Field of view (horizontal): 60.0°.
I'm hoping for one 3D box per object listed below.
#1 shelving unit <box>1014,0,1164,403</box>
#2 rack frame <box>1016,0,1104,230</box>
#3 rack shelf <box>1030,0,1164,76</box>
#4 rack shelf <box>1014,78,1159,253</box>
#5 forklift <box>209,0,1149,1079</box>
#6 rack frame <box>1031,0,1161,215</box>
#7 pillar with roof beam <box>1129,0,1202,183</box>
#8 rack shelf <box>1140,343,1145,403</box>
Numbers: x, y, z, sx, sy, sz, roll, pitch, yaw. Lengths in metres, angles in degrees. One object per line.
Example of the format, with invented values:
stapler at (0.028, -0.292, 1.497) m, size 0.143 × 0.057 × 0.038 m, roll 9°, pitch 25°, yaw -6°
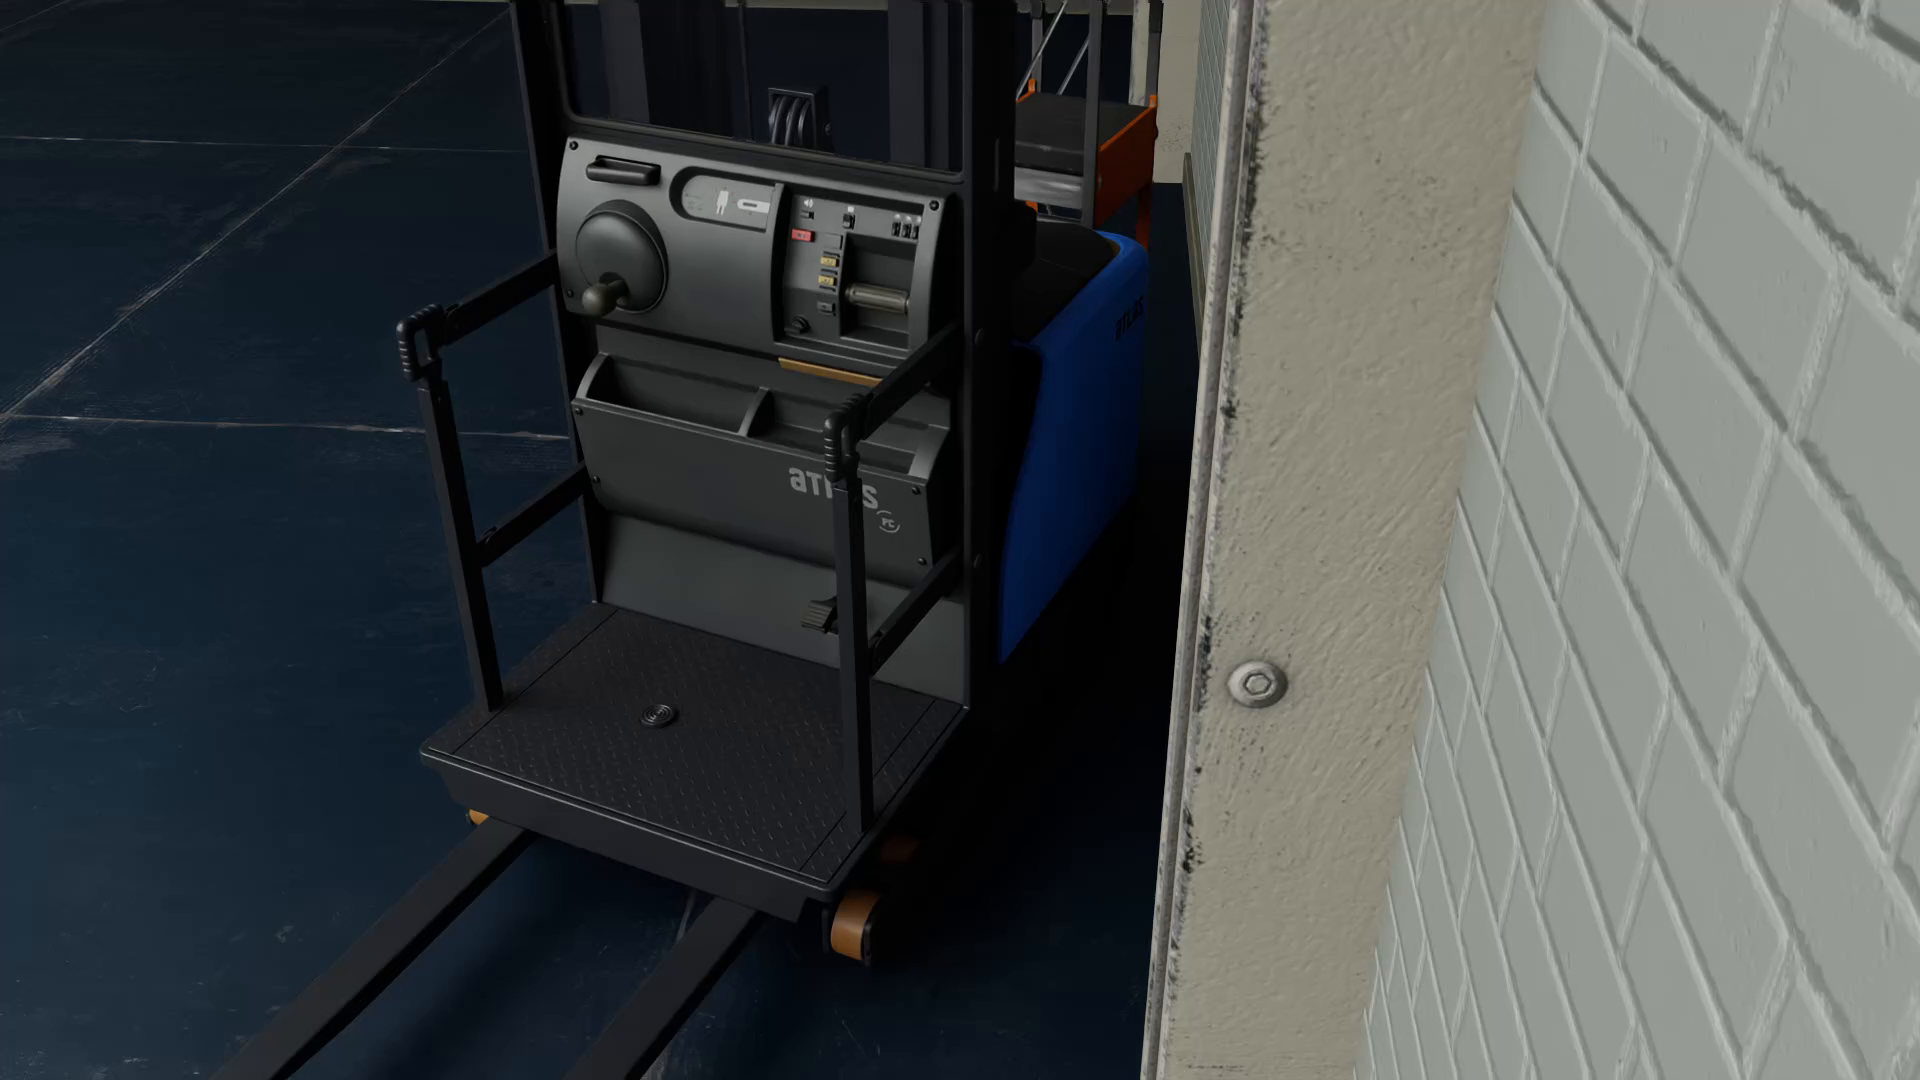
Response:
shelving unit at (0.298, -1.038, 4.933) m, size 0.431 × 2.100 × 0.503 m, roll 14°, pitch 34°, yaw 21°
rack frame at (0.194, -0.922, 4.745) m, size 0.400 × 2.100 × 0.015 m, roll 14°, pitch 34°, yaw 21°
rack shelf at (0.298, -1.622, 4.573) m, size 0.431 × 0.518 × 0.480 m, roll 14°, pitch 34°, yaw 21°
rack shelf at (0.298, -1.026, 4.940) m, size 0.431 × 0.518 × 0.480 m, roll 14°, pitch 34°, yaw 21°
forklift at (-0.550, -0.569, 3.379) m, size 1.130 × 2.935 × 3.031 m, roll 14°, pitch 34°, yaw 21°
rack frame at (0.401, -1.154, 5.121) m, size 0.400 × 2.100 × 0.015 m, roll 14°, pitch 34°, yaw 21°
pillar with roof beam at (-3.314, -5.853, 6.170) m, size 9.100 × 9.000 × 0.400 m, roll 2°, pitch 32°, yaw 4°
rack shelf at (0.298, -0.430, 5.307) m, size 0.431 × 0.518 × 0.480 m, roll 14°, pitch 34°, yaw 21°
